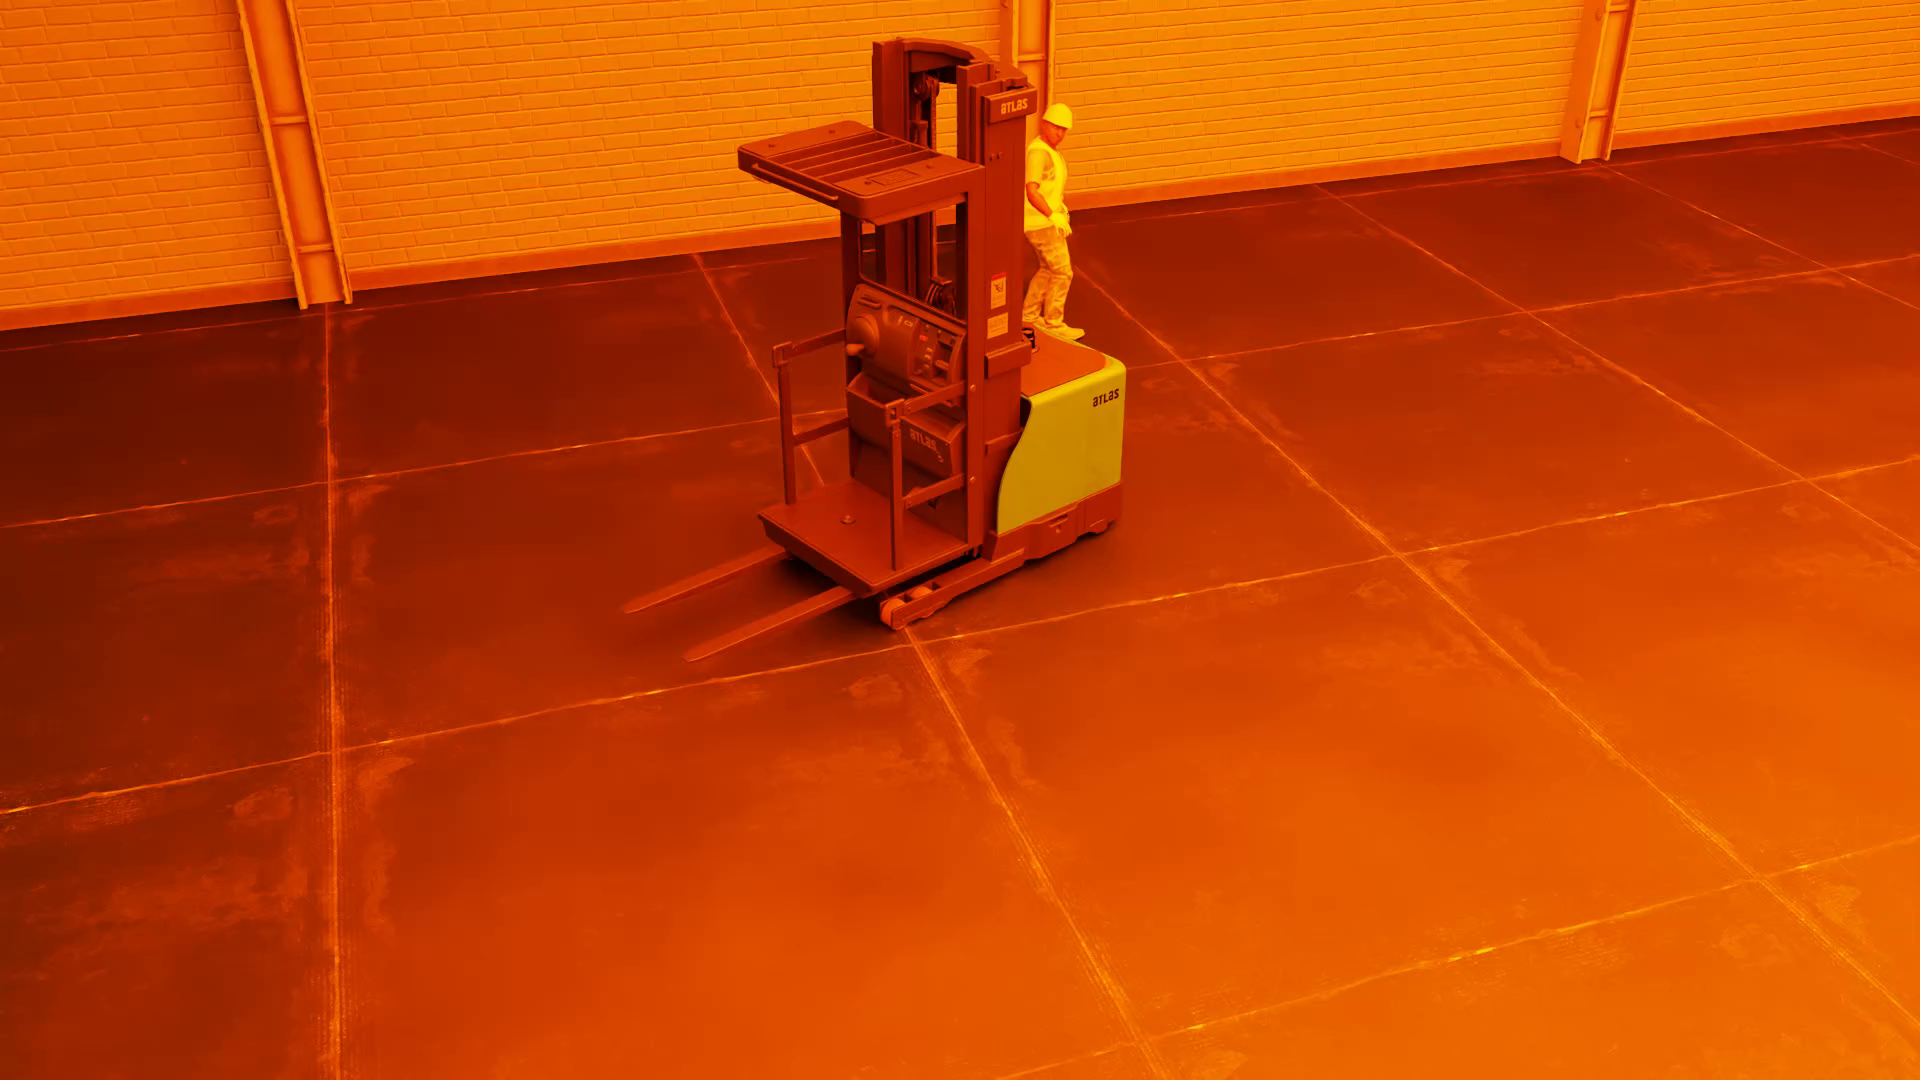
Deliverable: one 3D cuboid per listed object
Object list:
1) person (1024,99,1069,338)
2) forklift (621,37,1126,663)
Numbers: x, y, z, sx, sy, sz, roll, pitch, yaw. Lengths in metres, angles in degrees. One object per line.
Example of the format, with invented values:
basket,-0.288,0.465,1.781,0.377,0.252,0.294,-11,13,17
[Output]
person,0.646,-2.384,12.380,0.375,1.789,0.577,1,30,1
forklift,-0.461,-1.072,8.951,3.031,2.935,1.130,-23,37,-34
